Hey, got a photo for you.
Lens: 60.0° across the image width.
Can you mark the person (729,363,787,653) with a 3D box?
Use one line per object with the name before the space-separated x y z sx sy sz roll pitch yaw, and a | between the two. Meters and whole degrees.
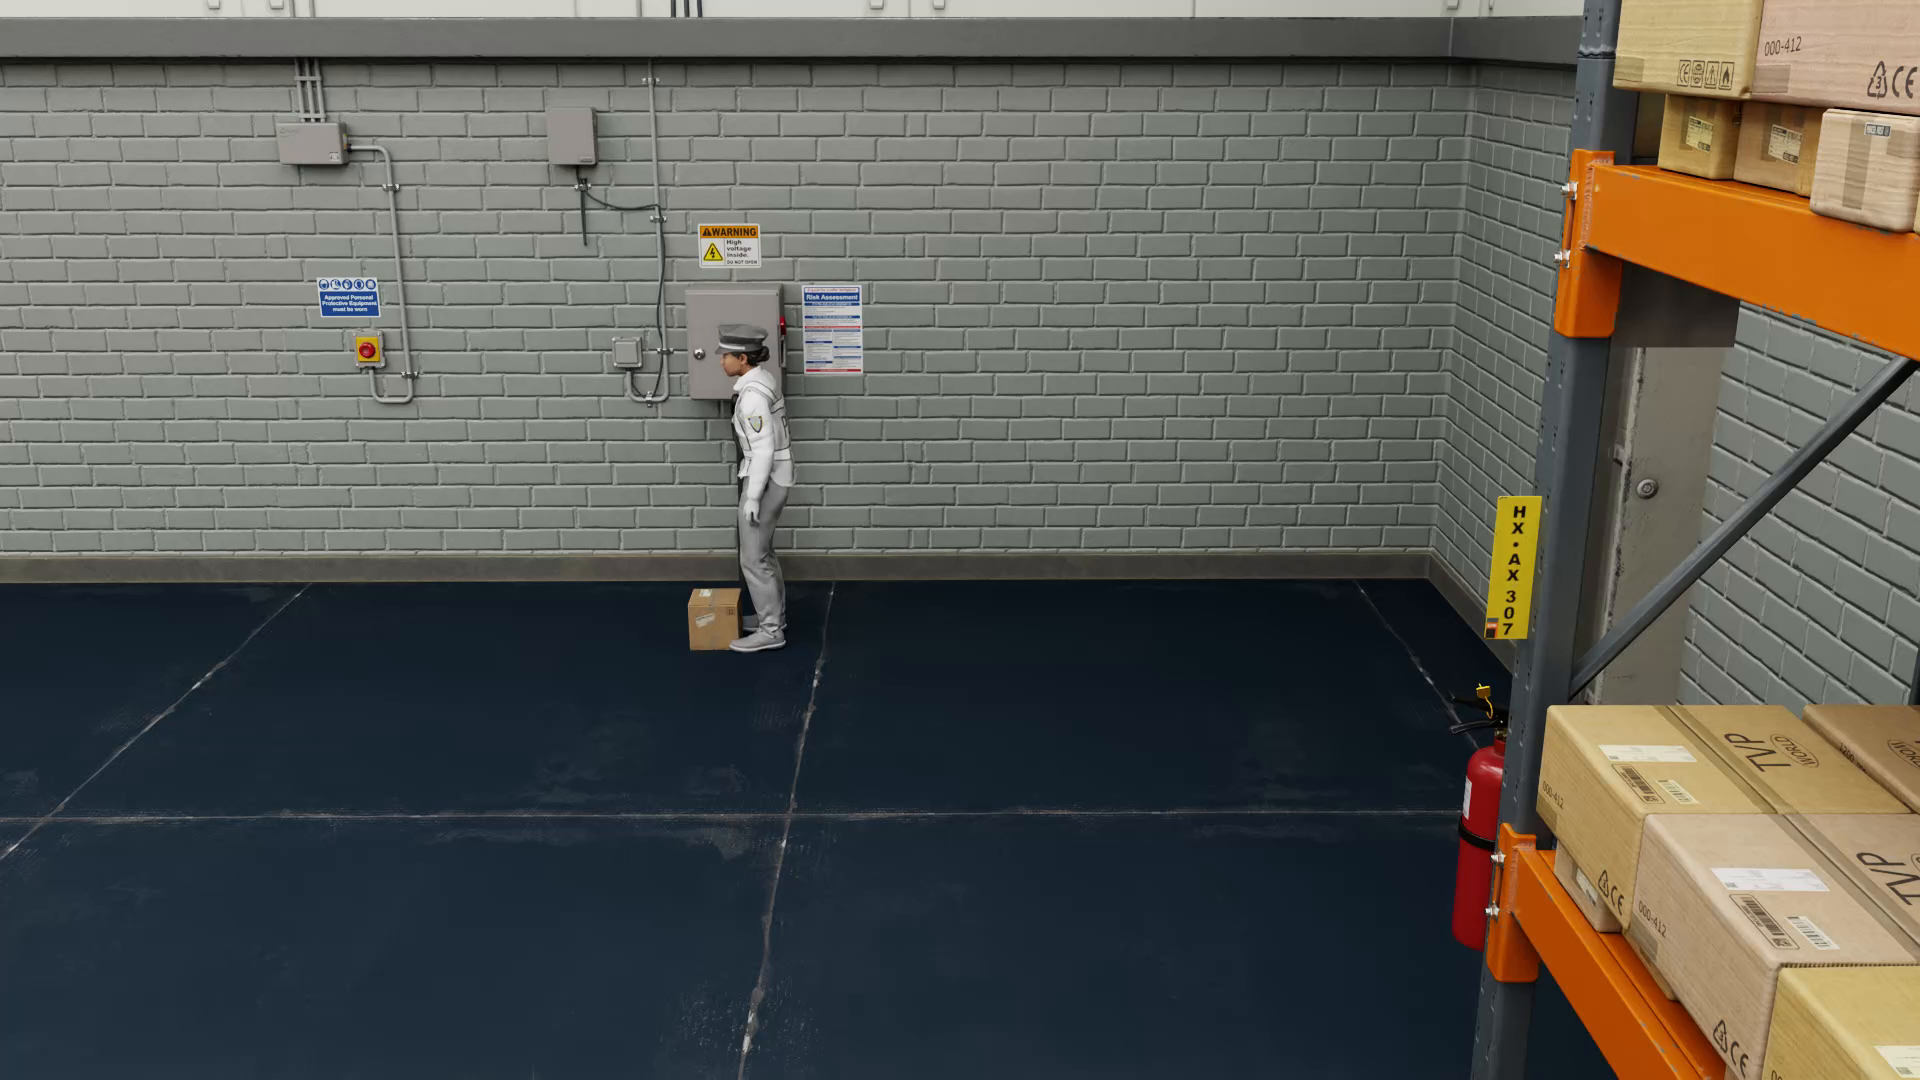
person | -1.012 -0.170 8.430 0.358 1.460 0.539 -1 17 -4
